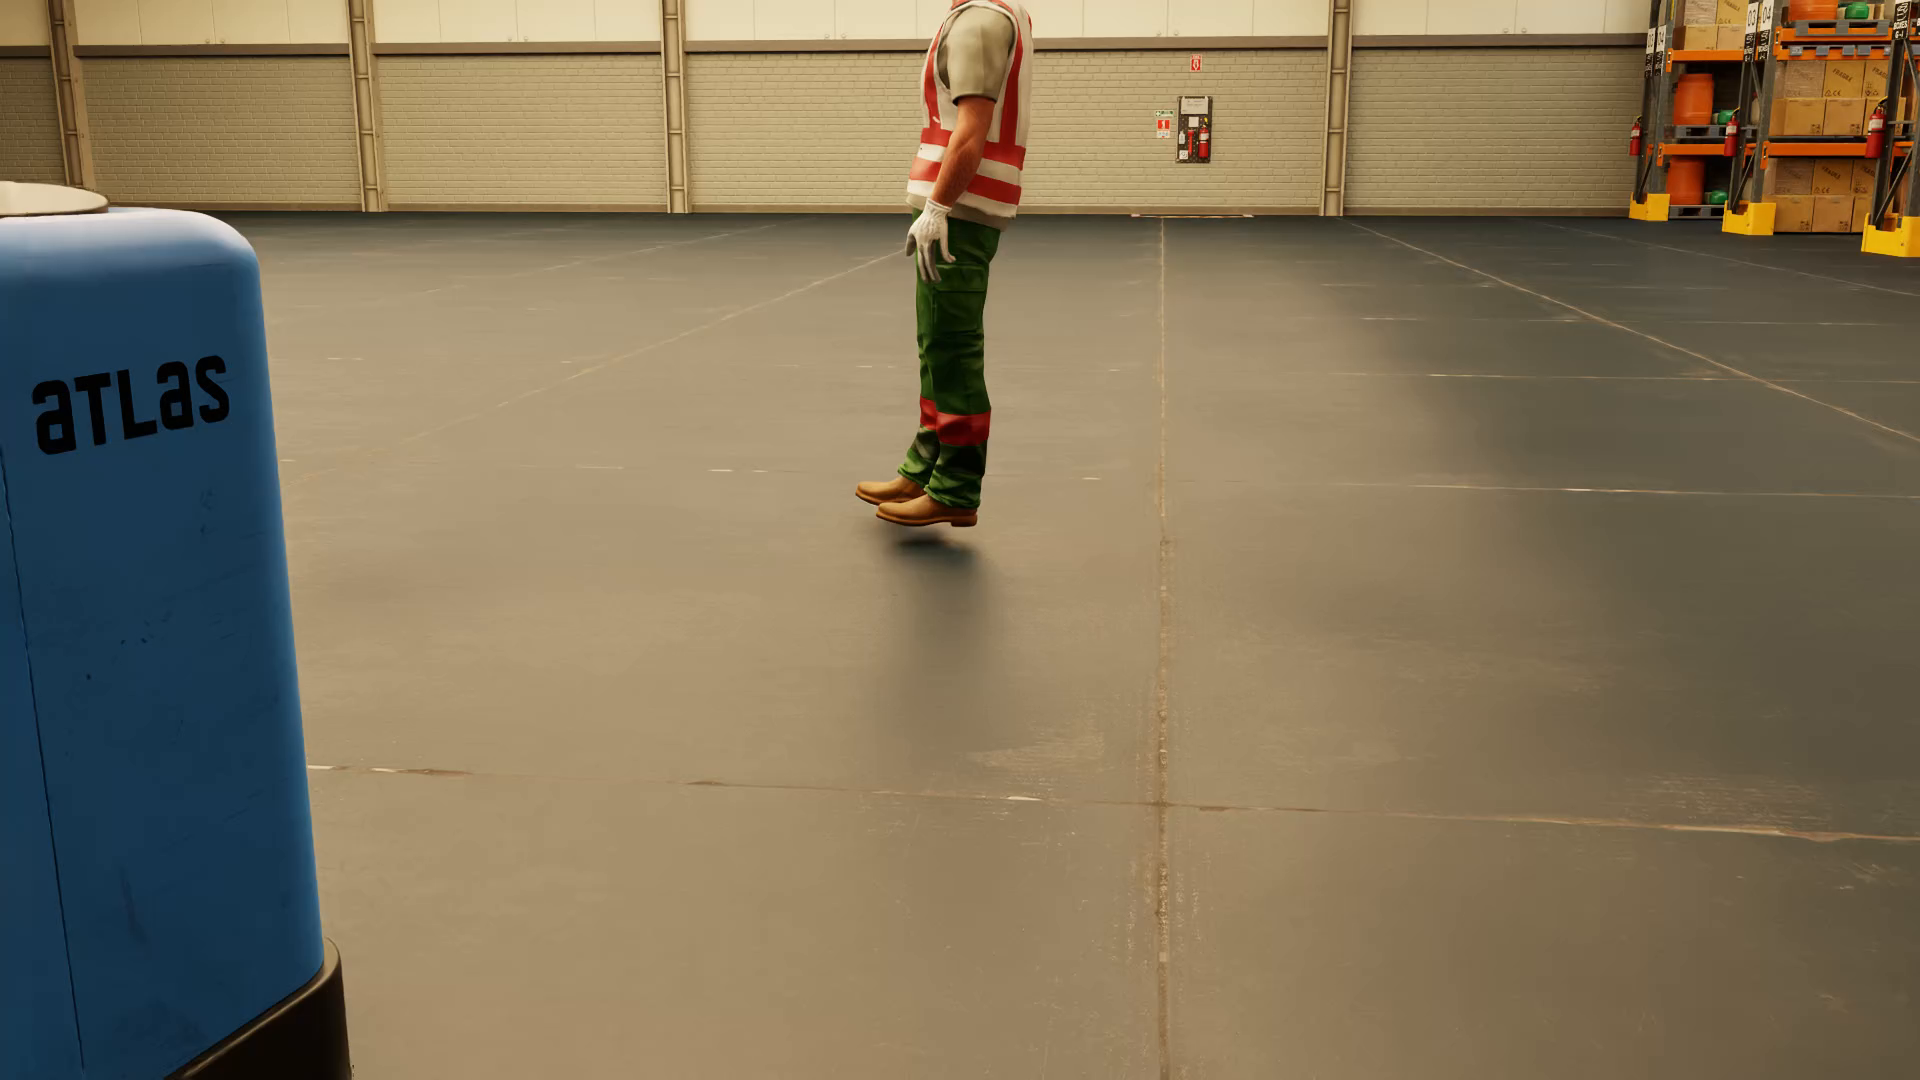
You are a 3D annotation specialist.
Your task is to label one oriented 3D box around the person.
[{"bbox_3d":[-0.079,-0.923,4.753,0.561,1.789,0.637,2,13,7],"label":"person"}]
